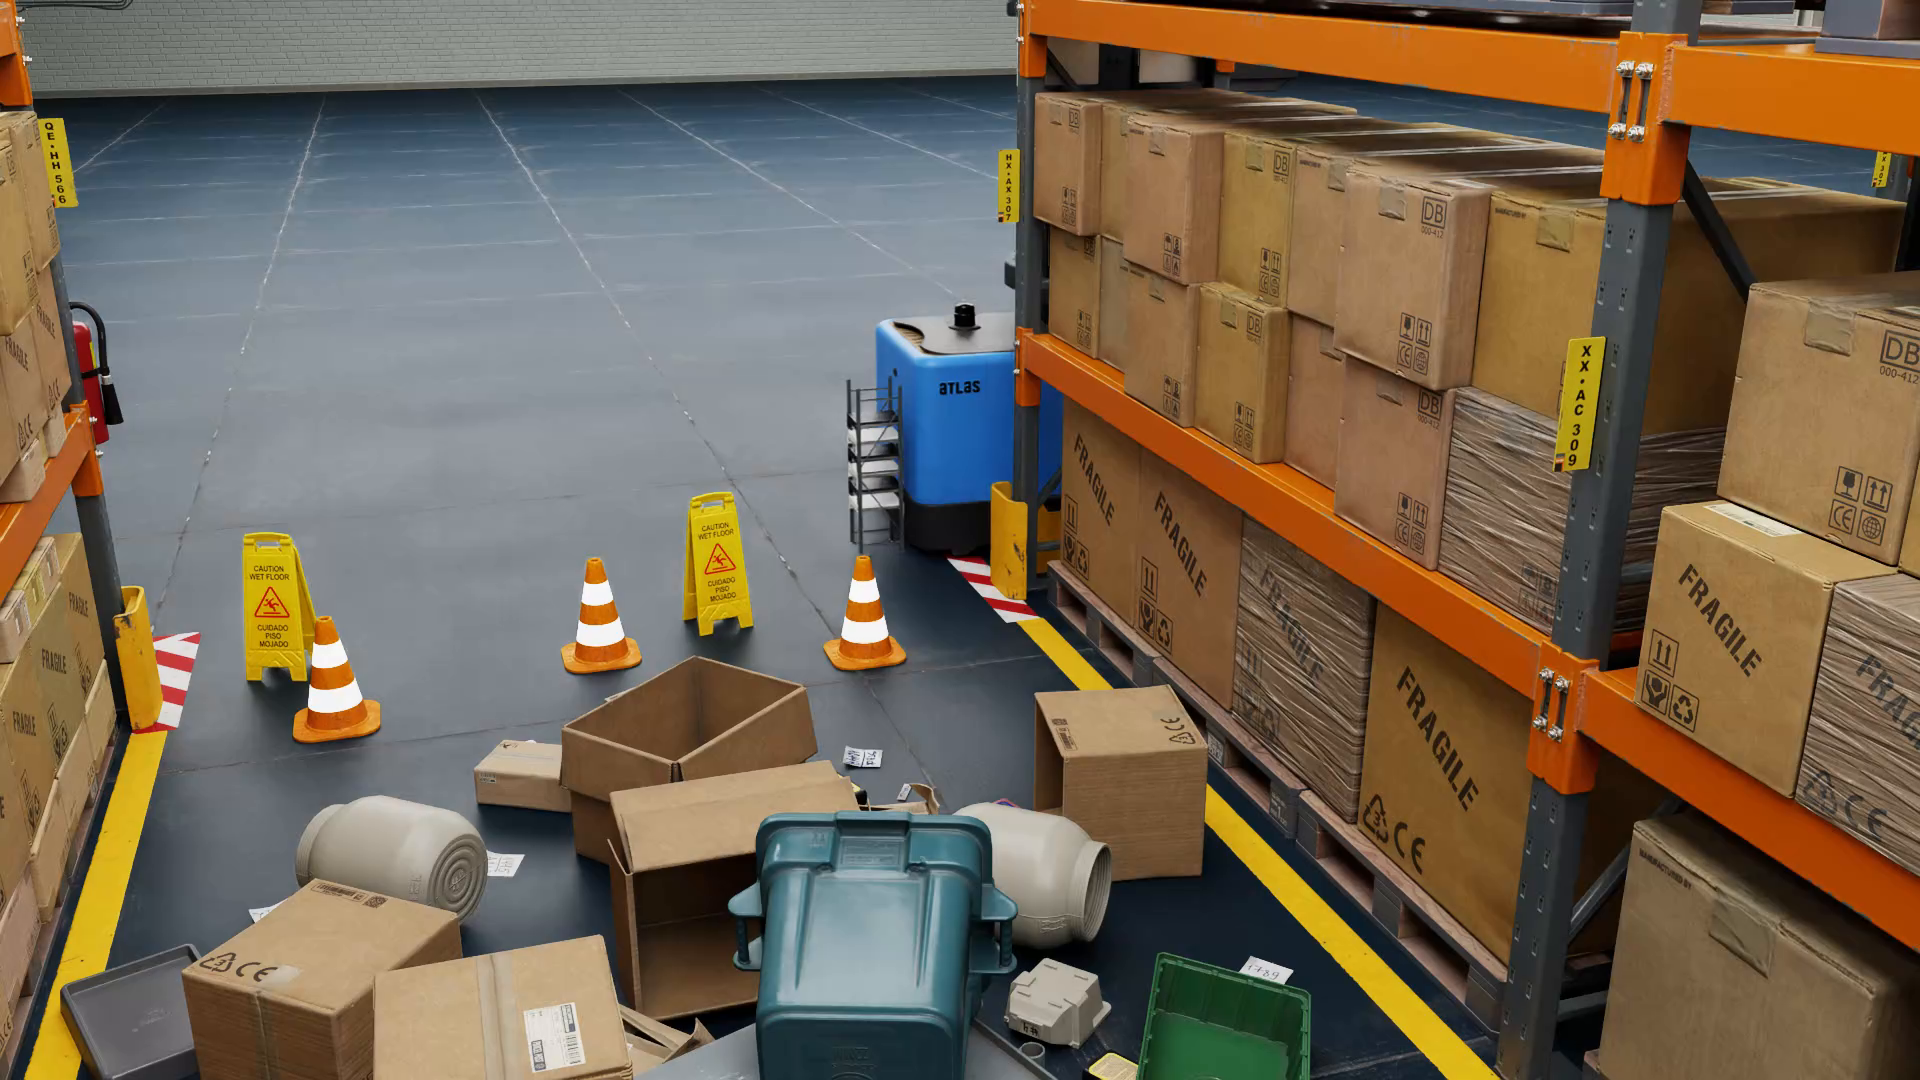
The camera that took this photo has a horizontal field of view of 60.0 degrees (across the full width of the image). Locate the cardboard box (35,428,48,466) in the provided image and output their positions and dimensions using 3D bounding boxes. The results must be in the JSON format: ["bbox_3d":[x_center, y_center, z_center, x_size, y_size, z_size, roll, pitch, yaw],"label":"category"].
[{"bbox_3d":[-3.350,-0.294,5.668,0.380,0.149,0.250,-7,21,-18],"label":"cardboard box"}]

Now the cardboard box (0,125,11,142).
[{"bbox_3d":[-3.396,-1.017,5.243,0.700,0.500,0.500,-6,21,-17],"label":"cardboard box"}]

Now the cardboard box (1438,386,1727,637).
[{"bbox_3d":[1.881,-0.126,4.607,0.875,0.550,0.550,-6,21,-17],"label":"cardboard box"}]

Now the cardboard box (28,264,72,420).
[{"bbox_3d":[-3.484,-0.705,5.855,0.500,0.500,0.500,-7,21,-18],"label":"cardboard box"}]

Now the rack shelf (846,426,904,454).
[{"bbox_3d":[-0.439,-0.518,8.594,0.258,0.077,0.200,-6,21,-16],"label":"rack shelf"}]

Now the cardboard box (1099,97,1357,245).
[{"bbox_3d":[1.091,-1.510,6.865,0.875,0.550,0.550,-6,21,-17],"label":"cardboard box"}]

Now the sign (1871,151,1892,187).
[{"bbox_3d":[4.976,-2.066,8.950,0.100,0.325,0.005,-6,21,-17],"label":"sign"}]

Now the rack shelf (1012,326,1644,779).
[{"bbox_3d":[1.380,-0.241,6.215,1.077,0.370,4.000,-6,21,-17],"label":"rack shelf"}]

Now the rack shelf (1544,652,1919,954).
[{"bbox_3d":[2.637,1.042,2.641,1.077,0.370,4.000,-6,21,-17],"label":"rack shelf"}]

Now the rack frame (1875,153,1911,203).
[{"bbox_3d":[5.492,-1.716,9.257,1.000,3.000,0.127,-6,21,-17],"label":"rack frame"}]

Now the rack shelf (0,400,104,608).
[{"bbox_3d":[-3.288,0.317,4.660,1.077,0.370,4.000,-6,21,-17],"label":"rack shelf"}]

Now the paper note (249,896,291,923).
[{"bbox_3d":[-2.239,1.227,5.456,0.142,0.019,0.148,-15,25,-36],"label":"paper note"}]

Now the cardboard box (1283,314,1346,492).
[{"bbox_3d":[1.629,-0.486,5.609,0.875,0.550,0.550,-6,21,-17],"label":"cardboard box"}]

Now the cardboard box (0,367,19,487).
[{"bbox_3d":[-3.177,-0.383,4.958,0.500,0.500,0.500,-6,21,-17],"label":"cardboard box"}]

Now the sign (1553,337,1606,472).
[{"bbox_3d":[1.482,-0.323,3.981,0.100,0.325,0.005,-6,21,-17],"label":"sign"}]

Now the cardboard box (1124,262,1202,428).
[{"bbox_3d":[1.161,-0.811,6.514,0.875,0.550,0.550,-6,21,-17],"label":"cardboard box"}]

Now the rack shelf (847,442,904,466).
[{"bbox_3d":[-0.439,-0.433,8.624,0.258,0.077,0.200,-6,21,-16],"label":"rack shelf"}]

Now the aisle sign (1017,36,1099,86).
[{"bbox_3d":[0.444,-2.436,7.415,0.394,0.787,0.004,-6,21,-17],"label":"aisle sign"}]

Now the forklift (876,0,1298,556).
[{"bbox_3d":[1.100,-1.558,8.918,3.031,2.935,1.130,-5,20,-15],"label":"forklift"}]

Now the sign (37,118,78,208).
[{"bbox_3d":[-3.383,-1.409,6.223,0.100,0.325,0.005,-6,21,-17],"label":"sign"}]

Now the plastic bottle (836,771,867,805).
[{"bbox_3d":[-0.440,0.948,6.187,0.133,0.061,0.283,-15,25,-36],"label":"plastic bottle"}]

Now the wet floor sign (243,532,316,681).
[{"bbox_3d":[-2.960,0.270,7.210,0.267,0.644,0.232,1,20,2],"label":"wet floor sign"}]

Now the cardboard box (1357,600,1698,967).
[{"bbox_3d":[1.877,0.655,5.177,0.875,0.875,0.875,-6,21,-16],"label":"cardboard box"}]

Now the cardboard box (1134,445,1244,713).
[{"bbox_3d":[1.306,0.073,6.796,0.875,0.875,0.875,-7,21,-18],"label":"cardboard box"}]

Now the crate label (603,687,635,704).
[{"bbox_3d":[-1.304,0.704,6.755,0.298,0.136,0.250,17,26,39],"label":"crate label"}]

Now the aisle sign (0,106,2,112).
[{"bbox_3d":[-3.660,-1.937,6.027,0.394,0.787,0.004,-6,21,-17],"label":"aisle sign"}]

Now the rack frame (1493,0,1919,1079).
[{"bbox_3d":[2.008,0.062,4.306,1.000,3.000,0.127,-6,21,-17],"label":"rack frame"}]

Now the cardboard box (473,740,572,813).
[{"bbox_3d":[-1.587,0.884,6.235,0.380,0.149,0.250,4,20,11],"label":"cardboard box"}]

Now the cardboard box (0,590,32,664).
[{"bbox_3d":[-3.081,0.281,5.075,0.380,0.149,0.250,-5,20,-15],"label":"cardboard box"}]

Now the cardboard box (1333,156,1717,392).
[{"bbox_3d":[1.642,-0.803,4.895,0.875,0.550,0.550,-6,21,-17],"label":"cardboard box"}]

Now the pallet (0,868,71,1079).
[{"bbox_3d":[-3.291,1.329,4.905,1.003,0.211,1.213,-6,21,-17],"label":"pallet"}]

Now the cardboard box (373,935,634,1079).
[{"bbox_3d":[-0.979,1.242,3.600,0.500,0.500,0.500,-6,21,-17],"label":"cardboard box"}]

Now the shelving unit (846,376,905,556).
[{"bbox_3d":[-0.439,-0.380,8.643,0.258,0.900,0.210,-6,21,-16],"label":"shelving unit"}]

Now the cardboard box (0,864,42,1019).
[{"bbox_3d":[-2.936,1.159,4.699,0.500,0.250,0.500,-7,21,-18],"label":"cardboard box"}]

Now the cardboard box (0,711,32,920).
[{"bbox_3d":[-2.929,0.809,4.564,0.500,0.500,0.500,-5,20,-14],"label":"cardboard box"}]

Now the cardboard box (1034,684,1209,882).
[{"bbox_3d":[0.546,0.848,5.812,0.500,0.500,0.500,-3,20,-8],"label":"cardboard box"}]

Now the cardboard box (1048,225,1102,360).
[{"bbox_3d":[0.911,-1.178,7.537,0.875,0.550,0.550,-6,21,-17],"label":"cardboard box"}]

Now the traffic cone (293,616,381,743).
[{"bbox_3d":[-2.556,0.532,6.752,0.336,0.463,0.334,-6,21,-17],"label":"traffic cone"}]

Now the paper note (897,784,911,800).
[{"bbox_3d":[-0.208,0.948,6.261,0.032,0.001,0.123,4,20,11],"label":"paper note"}]

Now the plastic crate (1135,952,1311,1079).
[{"bbox_3d":[0.710,1.442,4.540,0.450,0.188,0.662,13,22,7],"label":"plastic crate"}]

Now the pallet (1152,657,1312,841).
[{"bbox_3d":[1.457,0.730,6.572,1.003,0.211,1.213,-6,21,-17],"label":"pallet"}]

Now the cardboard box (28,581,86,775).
[{"bbox_3d":[-3.250,0.477,5.489,0.500,0.500,0.500,-6,21,-15],"label":"cardboard box"}]

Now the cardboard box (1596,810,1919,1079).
[{"bbox_3d":[2.289,1.113,4.088,1.050,0.750,0.750,-6,21,-17],"label":"cardboard box"}]

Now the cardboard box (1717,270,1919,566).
[{"bbox_3d":[2.170,-0.297,3.679,0.700,0.500,0.500,-7,21,-18],"label":"cardboard box"}]

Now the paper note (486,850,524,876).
[{"bbox_3d":[-1.605,1.120,5.770,0.148,0.019,0.142,1,20,2],"label":"paper note"}]

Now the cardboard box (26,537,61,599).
[{"bbox_3d":[-3.238,0.115,5.536,0.380,0.149,0.250,-6,21,-16],"label":"cardboard box"}]

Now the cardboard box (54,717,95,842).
[{"bbox_3d":[-3.251,0.831,5.612,0.500,0.250,0.500,-6,21,-17],"label":"cardboard box"}]

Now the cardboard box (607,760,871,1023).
[{"bbox_3d":[-0.659,1.042,5.071,0.797,0.637,0.503,-6,21,-17],"label":"cardboard box"}]

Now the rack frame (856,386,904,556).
[{"bbox_3d":[-0.410,-0.347,8.552,0.240,0.900,0.006,-6,21,-16],"label":"rack frame"}]

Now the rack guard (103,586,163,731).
[{"bbox_3d":[-3.892,0.538,6.680,1.175,0.500,0.348,-6,21,-17],"label":"rack guard"}]

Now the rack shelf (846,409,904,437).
[{"bbox_3d":[-0.439,-0.603,8.563,0.258,0.077,0.200,-6,21,-16],"label":"rack shelf"}]

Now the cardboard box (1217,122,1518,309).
[{"bbox_3d":[1.429,-1.160,5.890,0.875,0.550,0.500,-6,21,-17],"label":"cardboard box"}]

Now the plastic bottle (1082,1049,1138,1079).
[{"bbox_3d":[0.489,1.517,4.603,0.283,0.061,0.133,17,26,39],"label":"plastic bottle"}]

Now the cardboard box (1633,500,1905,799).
[{"bbox_3d":[1.918,0.212,3.740,0.500,0.500,0.500,-6,21,-17],"label":"cardboard box"}]

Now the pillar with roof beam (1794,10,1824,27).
[{"bbox_3d":[10.895,-11.305,27.077,9.100,9.000,0.400,-6,21,-17],"label":"pillar with roof beam"}]

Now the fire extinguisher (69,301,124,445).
[{"bbox_3d":[-3.515,-0.712,6.577,0.296,0.674,0.183,-6,21,-17],"label":"fire extinguisher"}]

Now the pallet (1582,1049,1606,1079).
[{"bbox_3d":[2.322,1.614,4.111,1.003,0.211,1.213,-6,21,-17],"label":"pallet"}]

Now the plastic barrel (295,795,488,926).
[{"bbox_3d":[-1.830,1.051,5.363,0.512,0.421,0.421,8,21,20],"label":"plastic barrel"}]
